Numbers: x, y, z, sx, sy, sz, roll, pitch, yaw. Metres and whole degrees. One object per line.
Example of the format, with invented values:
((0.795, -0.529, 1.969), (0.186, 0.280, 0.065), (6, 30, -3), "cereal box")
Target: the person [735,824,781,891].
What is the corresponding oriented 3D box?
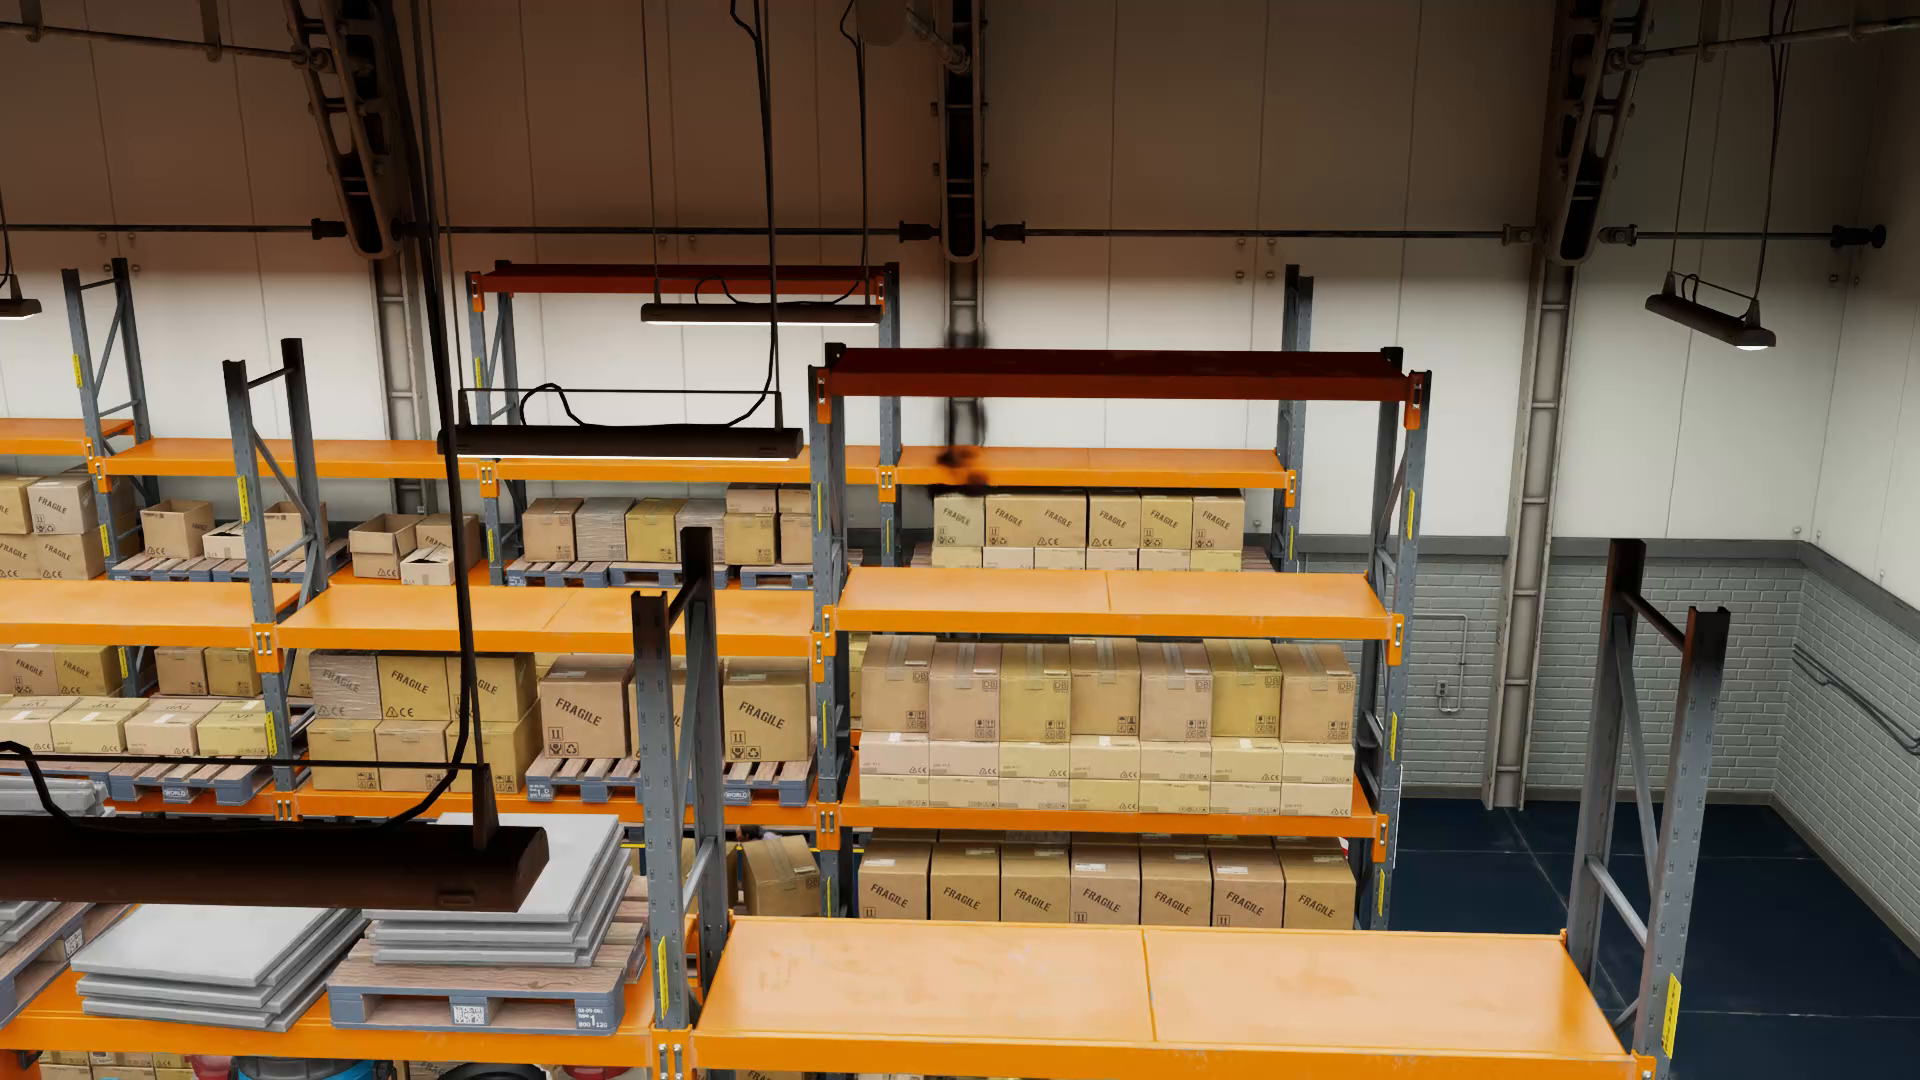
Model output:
((-1.667, 3.211, 14.808), (0.697, 1.584, 0.597), (1, 16, 4), "person")
